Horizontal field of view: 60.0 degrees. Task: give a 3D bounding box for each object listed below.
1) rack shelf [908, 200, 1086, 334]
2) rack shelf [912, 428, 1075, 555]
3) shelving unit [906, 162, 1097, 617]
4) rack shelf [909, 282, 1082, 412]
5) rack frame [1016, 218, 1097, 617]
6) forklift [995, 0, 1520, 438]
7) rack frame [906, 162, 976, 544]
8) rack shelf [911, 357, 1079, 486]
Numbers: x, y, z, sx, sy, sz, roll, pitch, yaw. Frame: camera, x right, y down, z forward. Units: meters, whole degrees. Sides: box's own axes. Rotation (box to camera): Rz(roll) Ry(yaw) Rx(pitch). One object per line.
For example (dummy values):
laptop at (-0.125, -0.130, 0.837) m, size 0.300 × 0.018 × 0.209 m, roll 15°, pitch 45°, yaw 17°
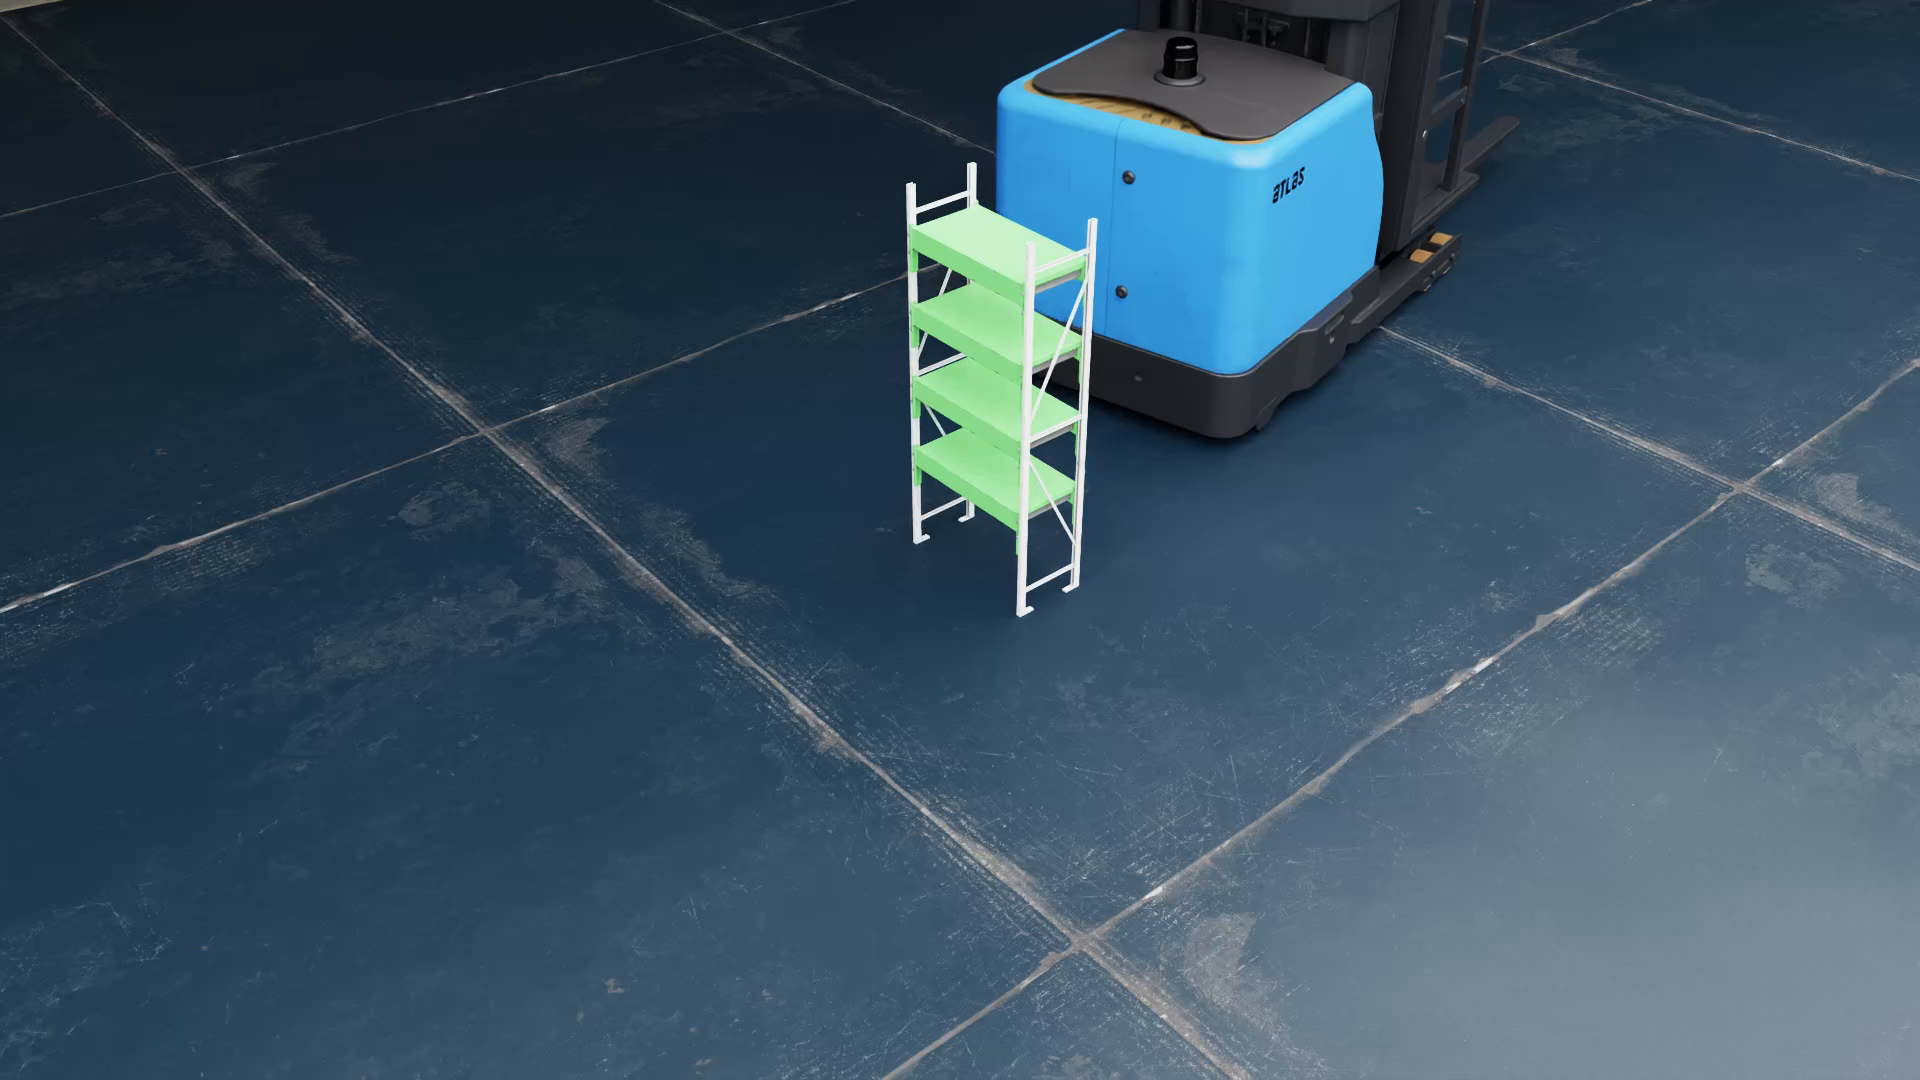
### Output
rack shelf at (0.107, -0.756, 4.560) m, size 0.258 × 0.148 × 0.480 m, roll -26°, pitch 43°, yaw -32°
rack shelf at (0.107, -0.169, 4.976) m, size 0.258 × 0.148 × 0.480 m, roll -26°, pitch 43°, yaw -32°
shelving unit at (0.107, -0.417, 4.800) m, size 0.258 × 1.200 × 0.503 m, roll -26°, pitch 43°, yaw -32°
rack shelf at (0.107, -0.560, 4.698) m, size 0.258 × 0.148 × 0.480 m, roll -26°, pitch 43°, yaw -32°
rack frame at (0.264, -0.309, 4.648) m, size 0.240 × 1.200 × 0.015 m, roll -26°, pitch 43°, yaw -32°
forklift at (1.384, -2.339, 6.017) m, size 1.130 × 2.935 × 3.031 m, roll 23°, pitch 41°, yaw 29°
rack frame at (-0.051, -0.524, 4.952) m, size 0.240 × 1.200 × 0.015 m, roll -26°, pitch 43°, yaw -32°
rack shelf at (0.107, -0.364, 4.837) m, size 0.258 × 0.148 × 0.480 m, roll -26°, pitch 43°, yaw -32°
